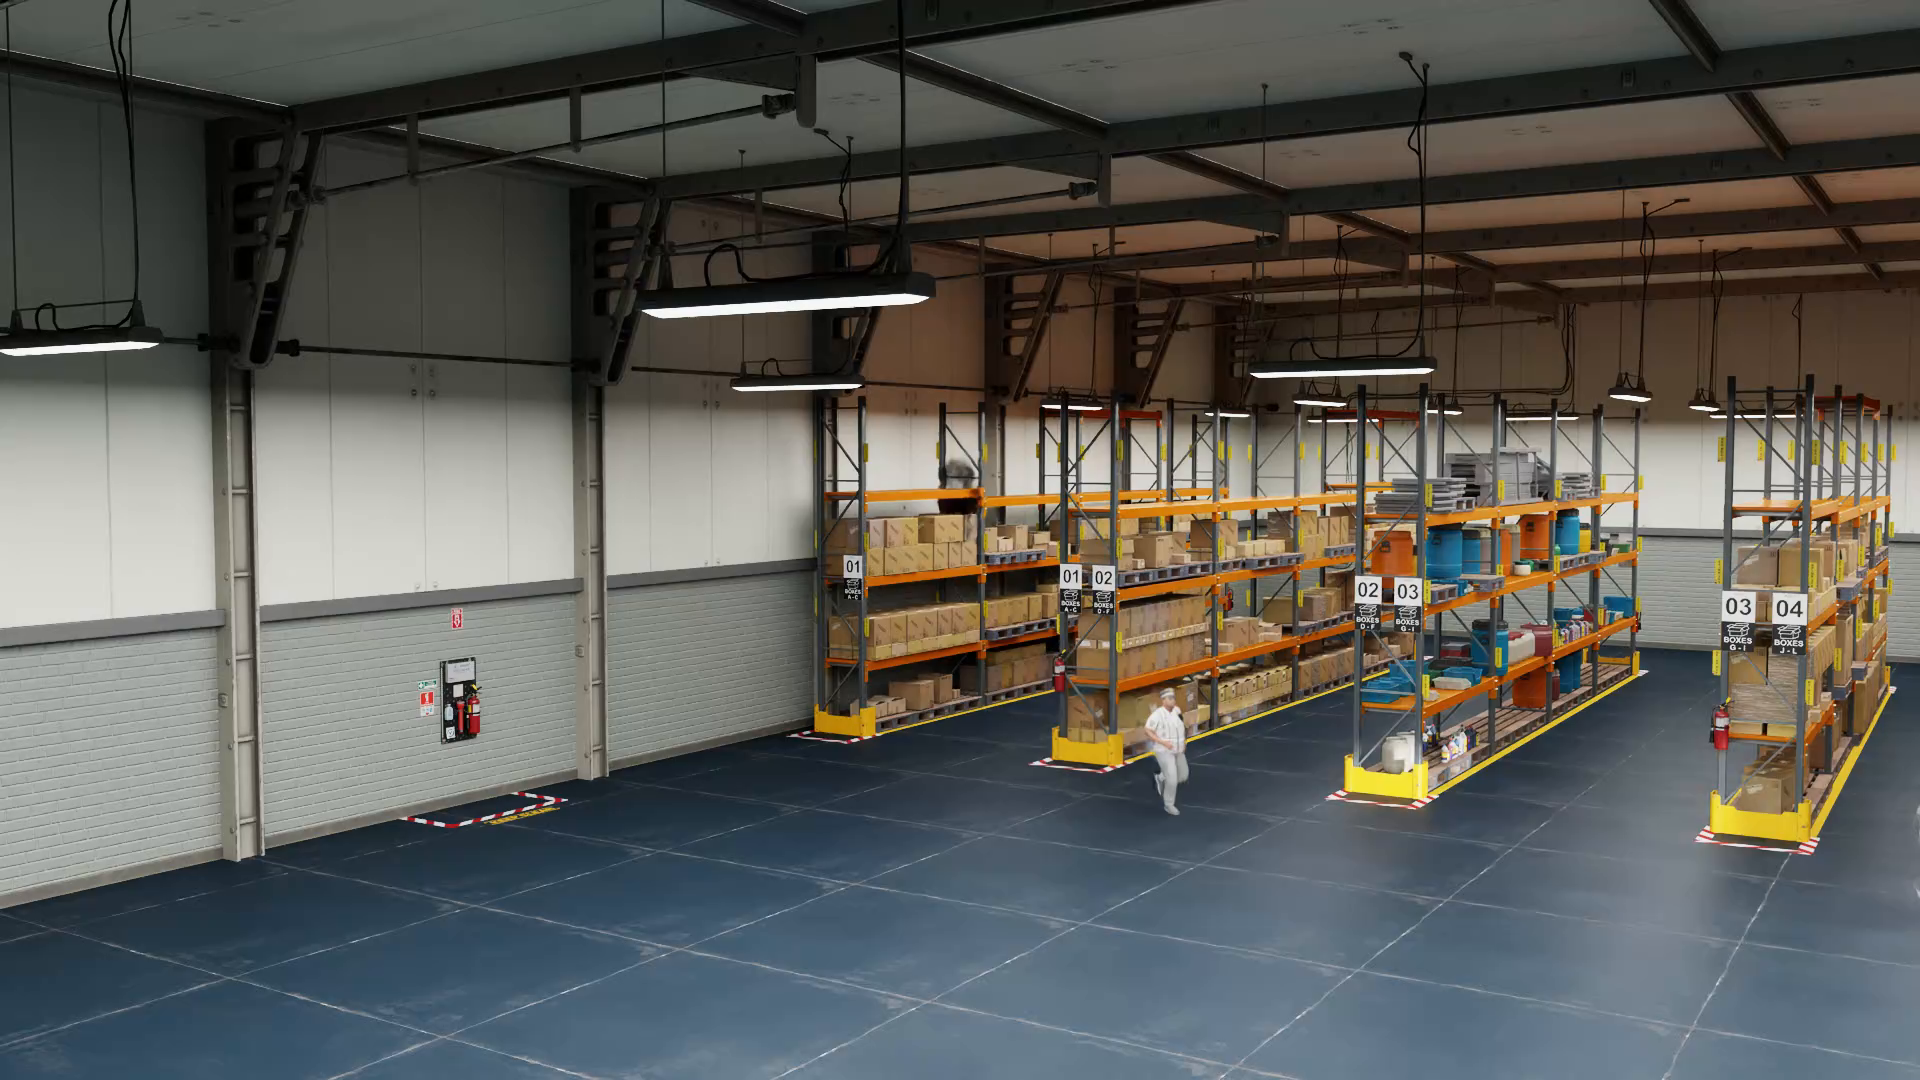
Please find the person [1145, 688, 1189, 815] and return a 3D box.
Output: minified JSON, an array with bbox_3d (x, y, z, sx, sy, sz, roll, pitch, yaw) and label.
[{"bbox_3d":[2.893,2.929,23.234,0.699,1.752,0.576,-2,4,-37],"label":"person"}]
